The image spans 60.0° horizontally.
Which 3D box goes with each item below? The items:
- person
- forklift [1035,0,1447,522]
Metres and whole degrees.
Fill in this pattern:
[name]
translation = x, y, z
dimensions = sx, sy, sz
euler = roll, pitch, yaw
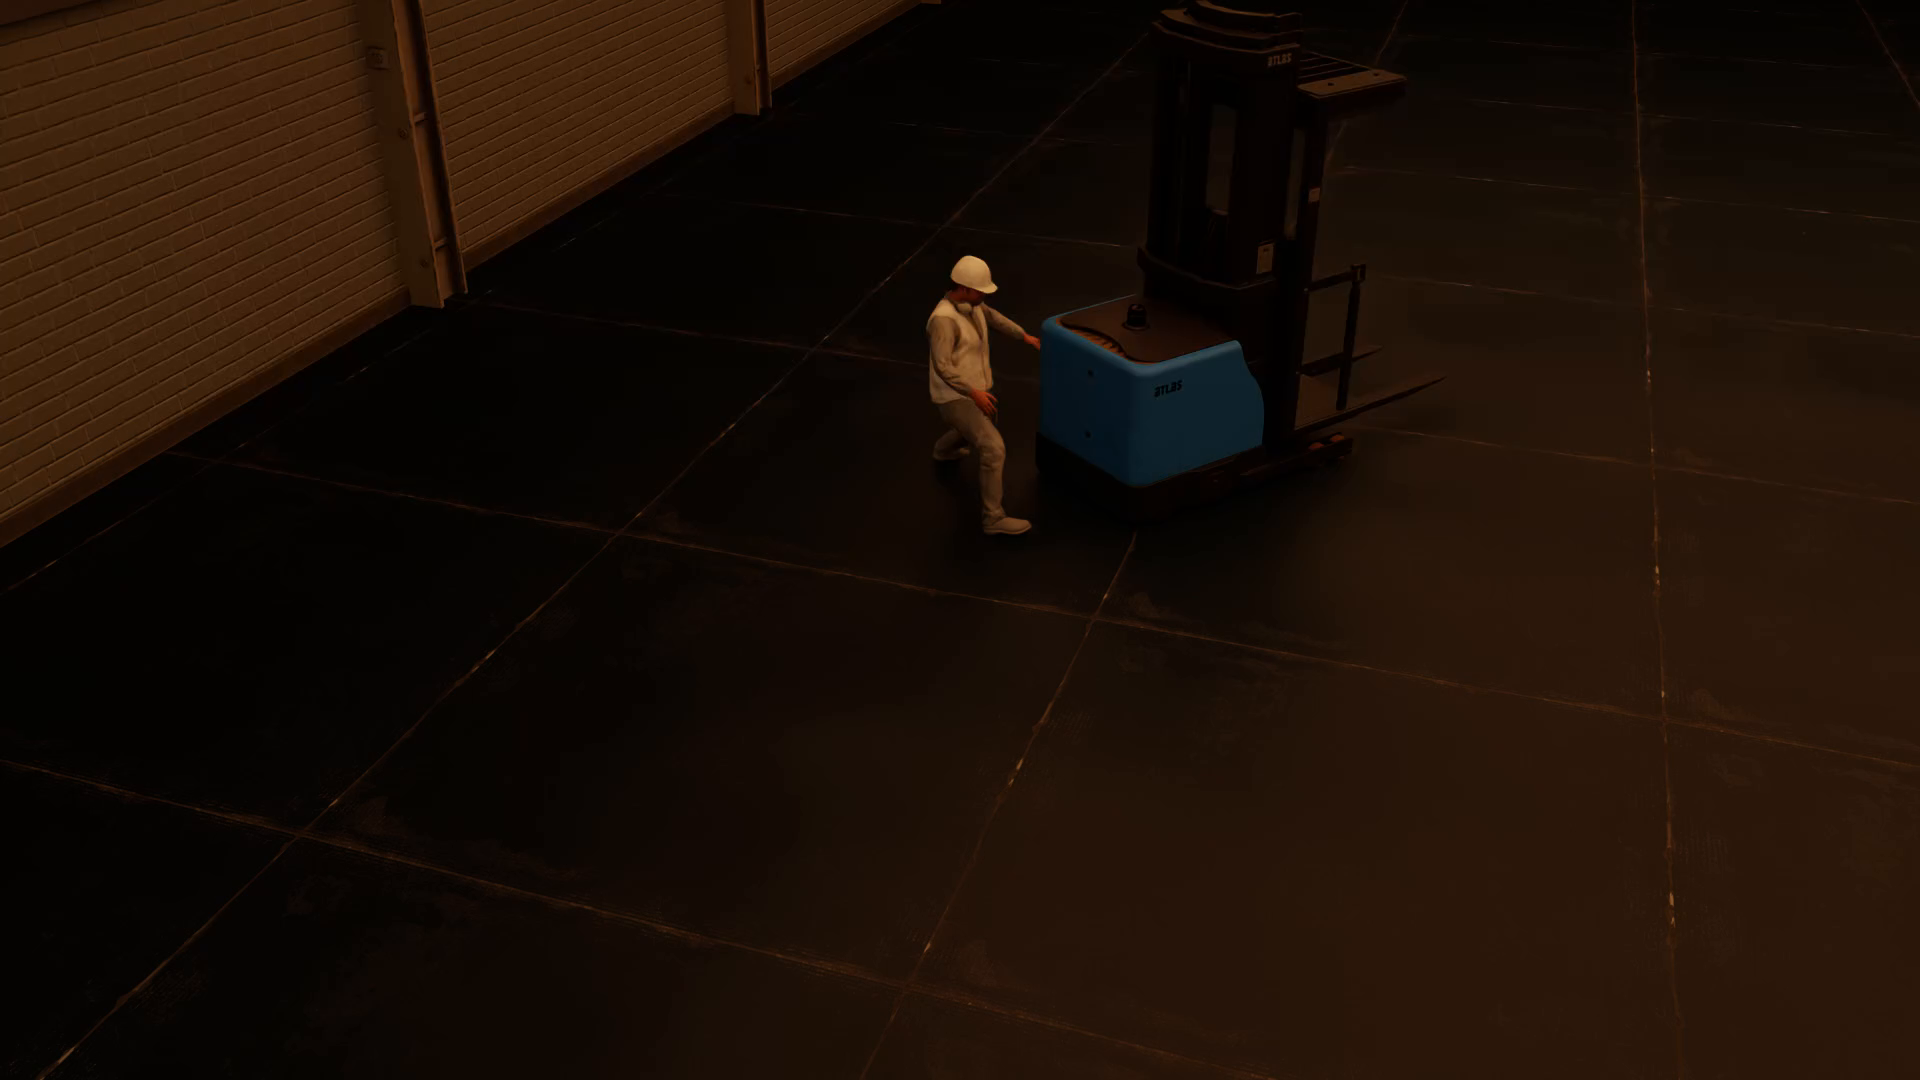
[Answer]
[person]
translation = 0.146, -0.974, 10.239
dimensions = 0.952, 1.619, 1.052
euler = 11, 32, 19
[forklift]
translation = 1.989, -1.941, 10.542
dimensions = 3.031, 2.935, 1.130
euler = -19, 35, -30
